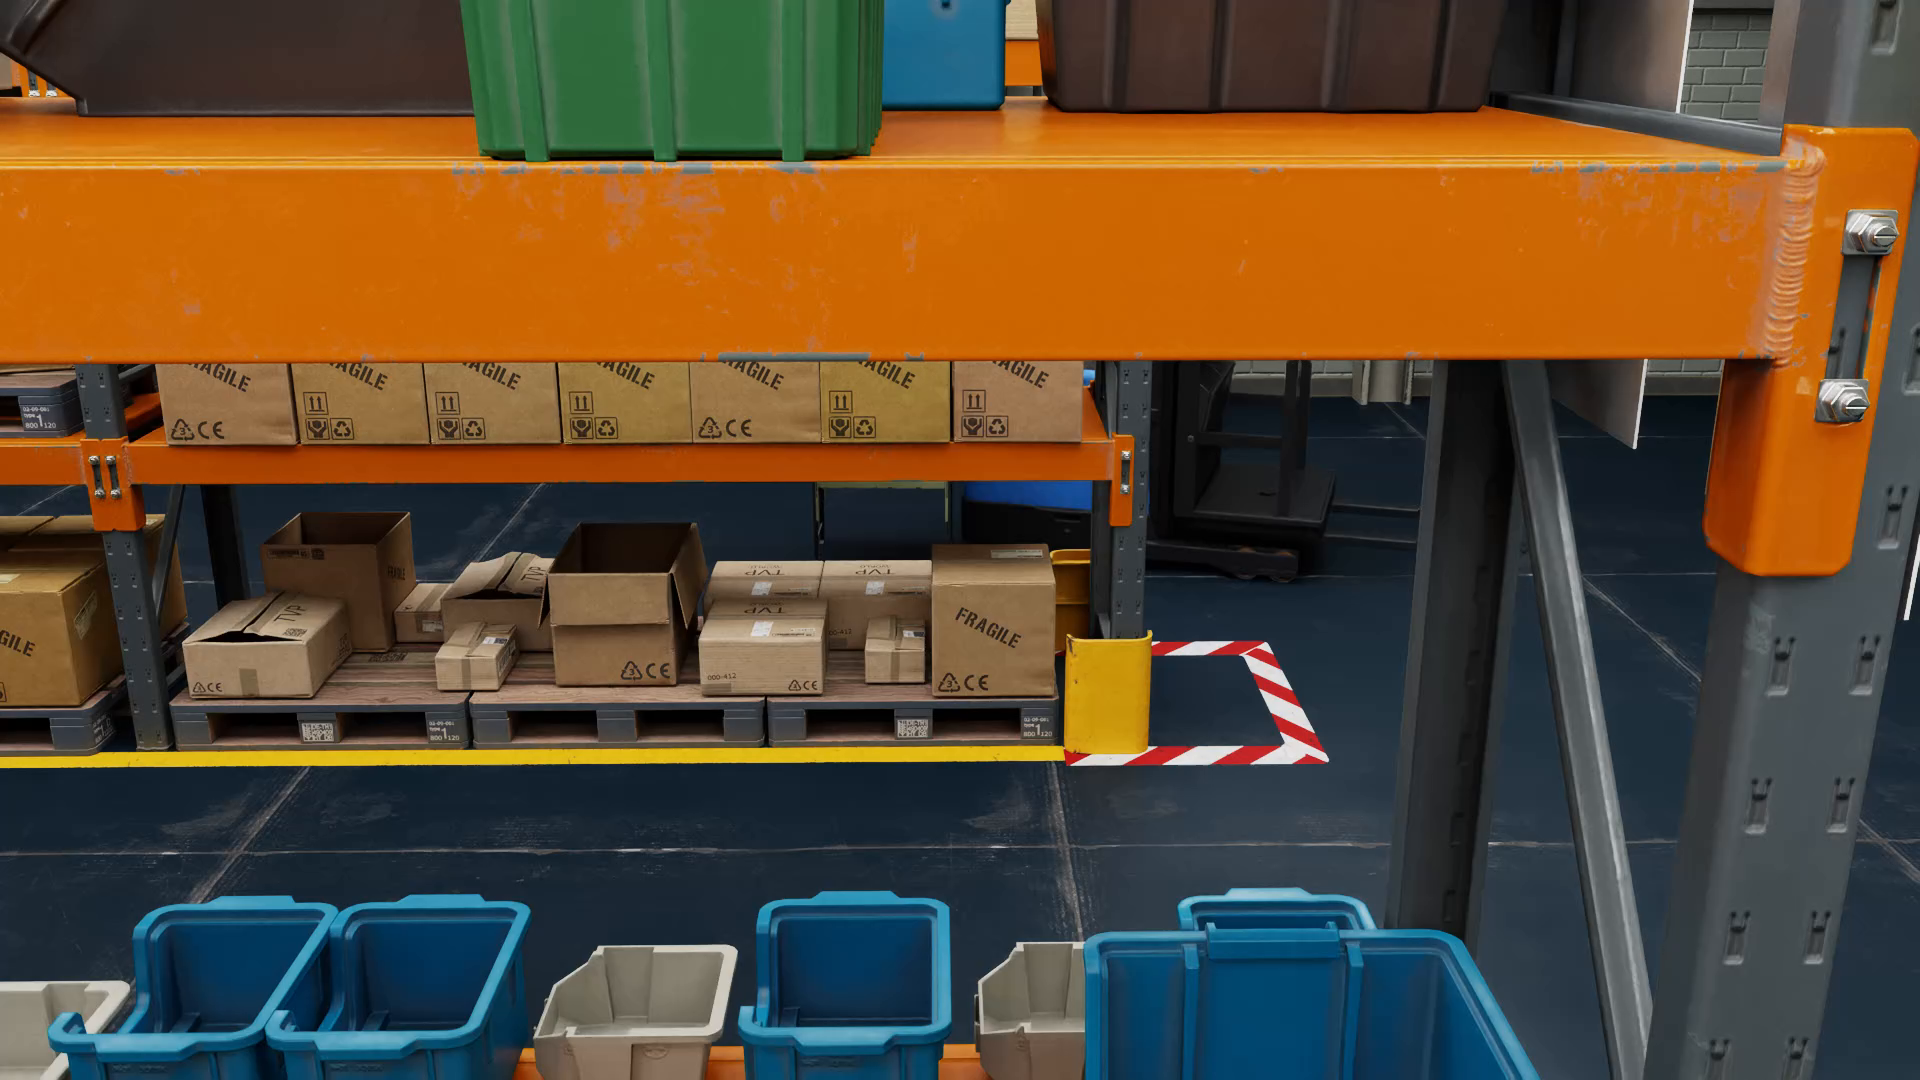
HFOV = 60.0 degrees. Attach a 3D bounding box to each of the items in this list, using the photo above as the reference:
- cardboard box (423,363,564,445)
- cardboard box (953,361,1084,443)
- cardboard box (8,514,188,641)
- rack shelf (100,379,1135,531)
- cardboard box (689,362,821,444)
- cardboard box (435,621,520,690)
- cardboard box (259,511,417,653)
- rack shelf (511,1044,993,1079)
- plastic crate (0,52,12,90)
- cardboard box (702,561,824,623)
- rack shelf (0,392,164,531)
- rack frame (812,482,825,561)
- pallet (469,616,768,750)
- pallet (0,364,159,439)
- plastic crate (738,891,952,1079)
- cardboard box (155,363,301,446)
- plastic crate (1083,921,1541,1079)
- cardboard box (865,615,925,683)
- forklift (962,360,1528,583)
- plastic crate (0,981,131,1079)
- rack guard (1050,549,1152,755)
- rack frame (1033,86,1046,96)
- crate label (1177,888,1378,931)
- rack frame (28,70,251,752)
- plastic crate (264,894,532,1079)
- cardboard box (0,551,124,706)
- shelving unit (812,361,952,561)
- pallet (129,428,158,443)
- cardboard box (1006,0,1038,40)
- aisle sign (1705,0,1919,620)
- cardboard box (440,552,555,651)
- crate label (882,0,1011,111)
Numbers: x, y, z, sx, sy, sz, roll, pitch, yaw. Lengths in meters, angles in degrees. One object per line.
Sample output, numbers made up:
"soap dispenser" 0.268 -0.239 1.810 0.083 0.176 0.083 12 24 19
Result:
"cardboard box" -1.801 -0.682 6.599 0.500 0.500 0.500 0 18 -1
"cardboard box" 0.229 -0.692 6.629 0.500 0.500 0.500 0 18 1
"cardboard box" -3.815 0.199 7.390 0.500 0.500 0.500 -1 18 -3
"rack shelf" -1.328 -0.377 6.990 4.000 0.370 1.077 0 18 -1
"cardboard box" -0.789 -0.687 6.616 0.500 0.500 0.500 0 18 0
"cardboard box" -2.040 0.486 7.039 0.250 0.166 0.380 0 18 -1
"cardboard box" -2.762 0.181 7.443 0.500 0.500 0.500 0 18 -1
"rack shelf" -1.253 1.136 2.274 4.000 0.370 1.077 0 18 -1
"plastic crate" -1.474 -0.672 2.015 0.530 0.282 0.437 0 18 -1
"cardboard box" -0.876 0.291 7.510 0.500 0.250 0.500 0 18 -1
"rack shelf" -5.327 -0.358 6.930 4.000 0.370 1.077 0 18 -1
"rack frame" -0.789 -0.652 9.126 0.023 1.500 0.400 0 18 1
"pallet" -1.418 0.608 7.307 1.213 0.211 1.003 0 18 -1
"pallet" -4.128 -0.648 6.971 1.213 0.211 1.003 0 18 -1
"plastic crate" -0.164 0.739 2.510 0.300 0.233 0.416 0 18 -1
"cardboard box" -2.813 -0.677 6.583 0.500 0.500 0.500 0 18 1
"plastic crate" 0.415 0.797 1.997 0.499 0.435 0.616 0 18 -1
"cardboard box" -0.274 0.463 7.113 0.250 0.166 0.380 0 18 -1
"forklift" 1.585 -1.348 8.950 3.031 2.935 1.130 5 18 15
"plastic crate" -1.517 0.800 2.478 0.466 0.136 0.293 0 18 -1
"rack guard" 0.596 0.461 7.291 0.348 0.500 1.175 0 18 -1
"rack frame" 0.590 -2.242 11.627 0.127 3.000 1.000 0 18 -1
"crate label" 0.494 0.735 2.520 0.303 0.233 0.416 0 18 -1
"rack frame" -3.327 -0.710 6.850 0.127 3.000 1.000 0 18 -1
"plastic crate" -0.822 0.742 2.501 0.300 0.233 0.416 0 18 -1
"cardboard box" -3.816 0.361 6.885 0.500 0.500 0.500 0 18 -1
"shelving unit" -0.423 -0.651 9.122 0.755 1.500 0.431 0 18 1
"pallet" -5.403 -0.862 11.888 1.213 0.211 1.003 0 18 -1
"cardboard box" 0.163 -2.003 6.216 0.500 0.250 0.500 0 18 -1
"aisle sign" 0.823 -0.365 1.519 0.004 0.787 0.394 0 18 -1
"cardboard box" -2.012 0.268 7.484 0.500 0.311 0.500 0 18 -1
"crate label" -0.181 -0.668 2.053 0.502 0.251 0.408 0 18 -1
